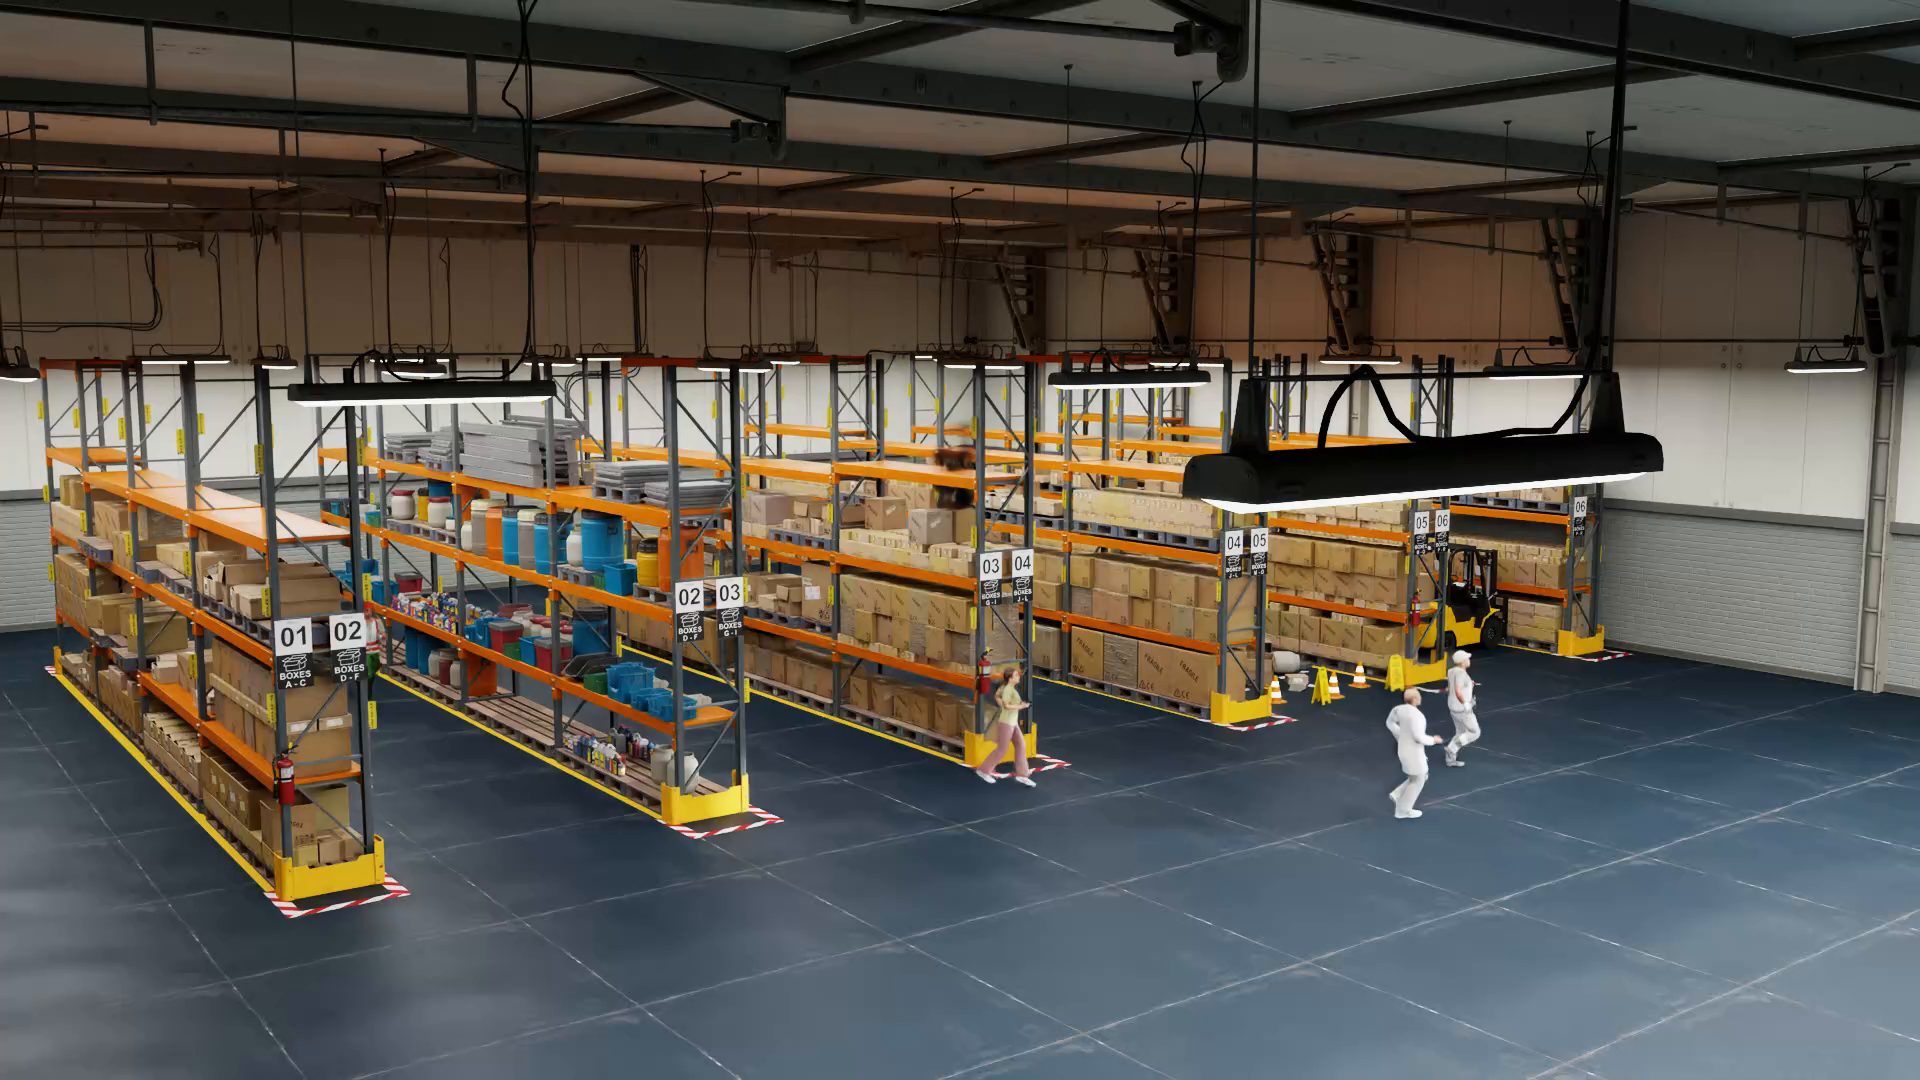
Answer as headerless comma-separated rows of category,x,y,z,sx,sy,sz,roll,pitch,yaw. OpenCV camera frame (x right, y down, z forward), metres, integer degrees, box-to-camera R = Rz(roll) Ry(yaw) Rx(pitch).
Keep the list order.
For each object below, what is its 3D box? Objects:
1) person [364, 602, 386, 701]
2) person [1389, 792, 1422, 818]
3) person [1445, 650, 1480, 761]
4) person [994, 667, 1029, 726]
person,-10.254,1.904,28.791,0.600,1.672,0.672,-7,10,-44
person,5.949,2.985,22.101,0.405,1.406,0.195,-1,7,-9
person,7.477,2.480,24.681,0.493,1.695,0.692,0,7,-1
person,0.728,2.225,23.645,0.524,0.828,0.585,1,7,6
